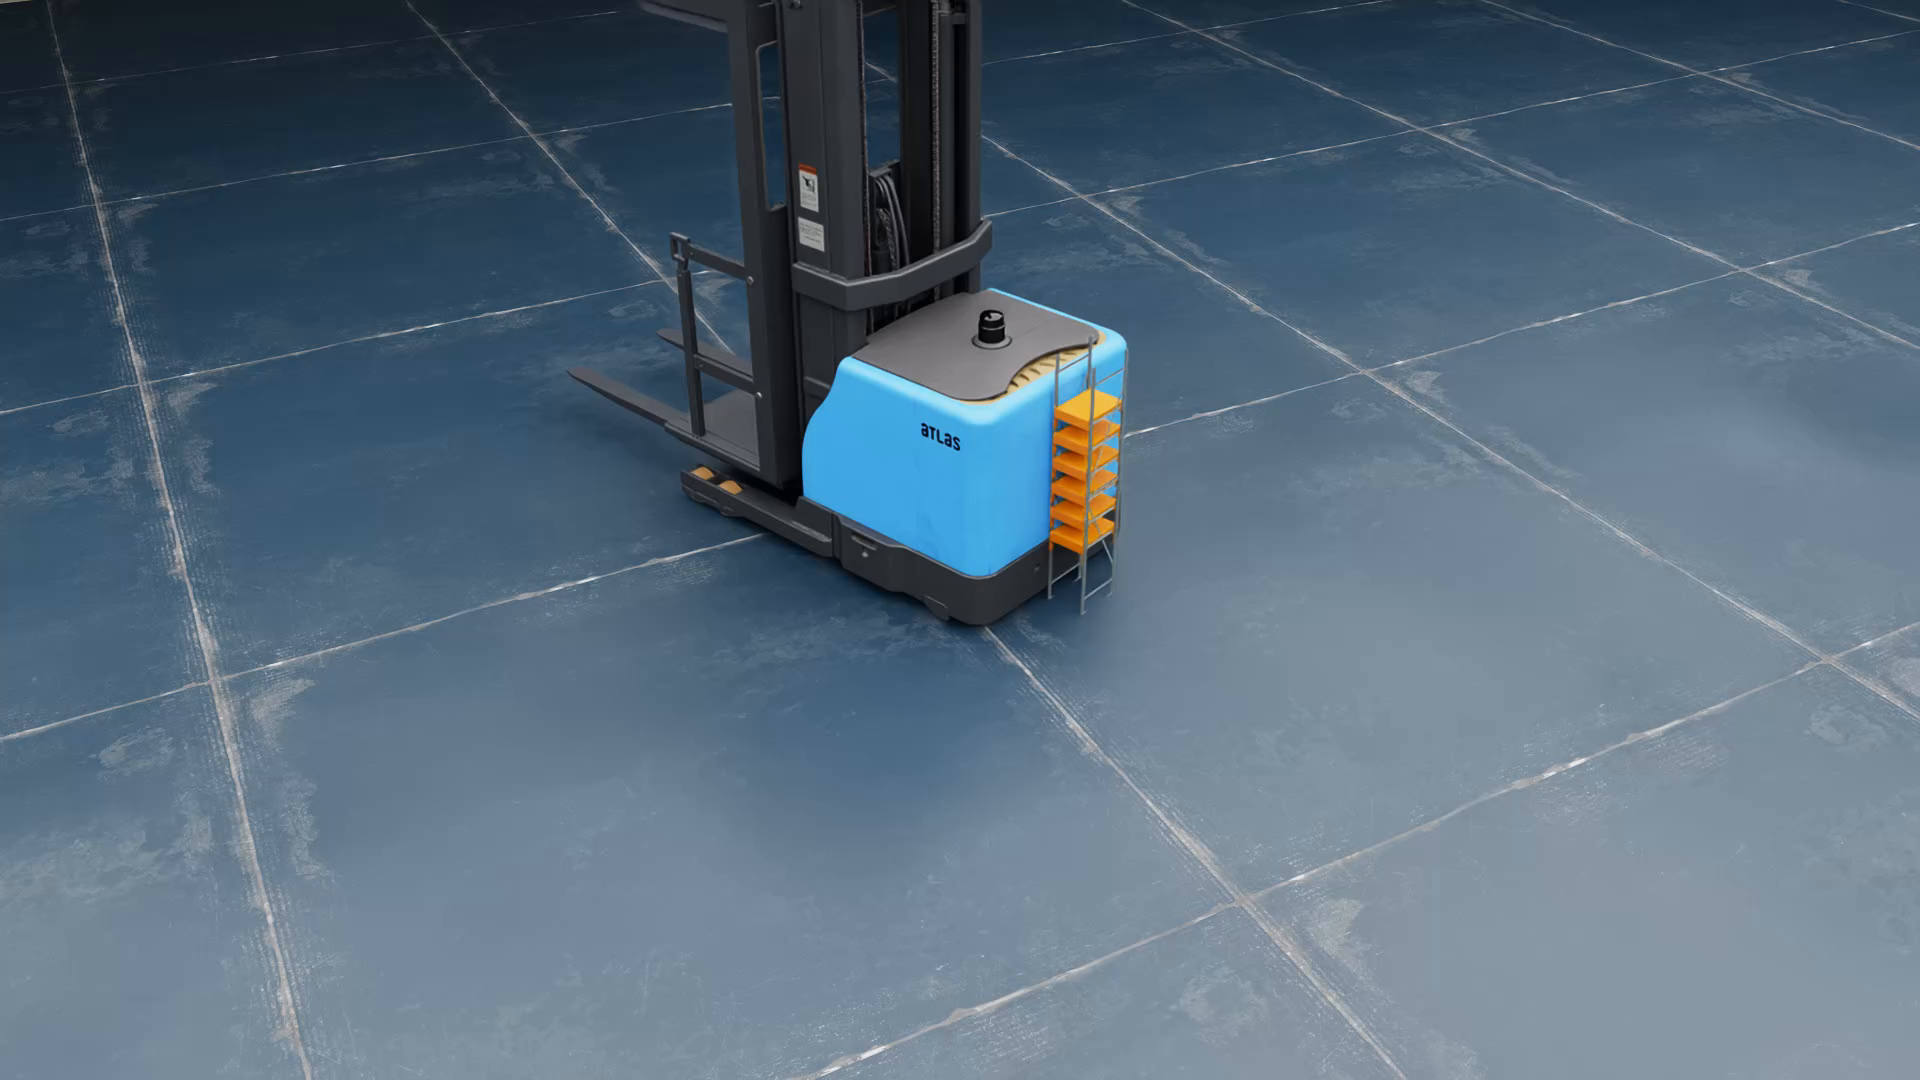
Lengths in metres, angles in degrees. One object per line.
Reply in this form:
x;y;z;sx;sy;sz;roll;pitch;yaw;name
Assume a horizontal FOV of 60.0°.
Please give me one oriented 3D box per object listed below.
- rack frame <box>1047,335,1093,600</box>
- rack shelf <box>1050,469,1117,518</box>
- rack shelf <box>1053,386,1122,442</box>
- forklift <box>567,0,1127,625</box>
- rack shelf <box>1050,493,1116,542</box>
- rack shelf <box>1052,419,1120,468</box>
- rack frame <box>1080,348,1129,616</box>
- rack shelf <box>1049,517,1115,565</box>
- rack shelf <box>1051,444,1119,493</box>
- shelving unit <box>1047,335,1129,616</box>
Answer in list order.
0.466;-0.288;7.087;0.006;1.200;0.240;25;40;34;rack frame
0.535;-0.218;7.061;0.180;0.103;0.258;25;40;34;rack shelf
0.535;-0.521;6.866;0.180;0.103;0.258;25;40;34;rack shelf
-0.709;-1.539;7.435;3.031;2.935;1.130;25;40;34;forklift
0.535;-0.117;7.125;0.180;0.103;0.258;25;40;34;rack shelf
0.535;-0.420;6.931;0.180;0.103;0.258;25;40;34;rack shelf
0.604;-0.223;6.986;0.006;1.200;0.240;25;40;34;rack frame
0.535;-0.016;7.190;0.180;0.103;0.258;25;40;34;rack shelf
0.535;-0.319;6.996;0.180;0.103;0.258;25;40;34;rack shelf
0.535;-0.255;7.037;0.189;1.200;0.258;25;40;34;shelving unit
